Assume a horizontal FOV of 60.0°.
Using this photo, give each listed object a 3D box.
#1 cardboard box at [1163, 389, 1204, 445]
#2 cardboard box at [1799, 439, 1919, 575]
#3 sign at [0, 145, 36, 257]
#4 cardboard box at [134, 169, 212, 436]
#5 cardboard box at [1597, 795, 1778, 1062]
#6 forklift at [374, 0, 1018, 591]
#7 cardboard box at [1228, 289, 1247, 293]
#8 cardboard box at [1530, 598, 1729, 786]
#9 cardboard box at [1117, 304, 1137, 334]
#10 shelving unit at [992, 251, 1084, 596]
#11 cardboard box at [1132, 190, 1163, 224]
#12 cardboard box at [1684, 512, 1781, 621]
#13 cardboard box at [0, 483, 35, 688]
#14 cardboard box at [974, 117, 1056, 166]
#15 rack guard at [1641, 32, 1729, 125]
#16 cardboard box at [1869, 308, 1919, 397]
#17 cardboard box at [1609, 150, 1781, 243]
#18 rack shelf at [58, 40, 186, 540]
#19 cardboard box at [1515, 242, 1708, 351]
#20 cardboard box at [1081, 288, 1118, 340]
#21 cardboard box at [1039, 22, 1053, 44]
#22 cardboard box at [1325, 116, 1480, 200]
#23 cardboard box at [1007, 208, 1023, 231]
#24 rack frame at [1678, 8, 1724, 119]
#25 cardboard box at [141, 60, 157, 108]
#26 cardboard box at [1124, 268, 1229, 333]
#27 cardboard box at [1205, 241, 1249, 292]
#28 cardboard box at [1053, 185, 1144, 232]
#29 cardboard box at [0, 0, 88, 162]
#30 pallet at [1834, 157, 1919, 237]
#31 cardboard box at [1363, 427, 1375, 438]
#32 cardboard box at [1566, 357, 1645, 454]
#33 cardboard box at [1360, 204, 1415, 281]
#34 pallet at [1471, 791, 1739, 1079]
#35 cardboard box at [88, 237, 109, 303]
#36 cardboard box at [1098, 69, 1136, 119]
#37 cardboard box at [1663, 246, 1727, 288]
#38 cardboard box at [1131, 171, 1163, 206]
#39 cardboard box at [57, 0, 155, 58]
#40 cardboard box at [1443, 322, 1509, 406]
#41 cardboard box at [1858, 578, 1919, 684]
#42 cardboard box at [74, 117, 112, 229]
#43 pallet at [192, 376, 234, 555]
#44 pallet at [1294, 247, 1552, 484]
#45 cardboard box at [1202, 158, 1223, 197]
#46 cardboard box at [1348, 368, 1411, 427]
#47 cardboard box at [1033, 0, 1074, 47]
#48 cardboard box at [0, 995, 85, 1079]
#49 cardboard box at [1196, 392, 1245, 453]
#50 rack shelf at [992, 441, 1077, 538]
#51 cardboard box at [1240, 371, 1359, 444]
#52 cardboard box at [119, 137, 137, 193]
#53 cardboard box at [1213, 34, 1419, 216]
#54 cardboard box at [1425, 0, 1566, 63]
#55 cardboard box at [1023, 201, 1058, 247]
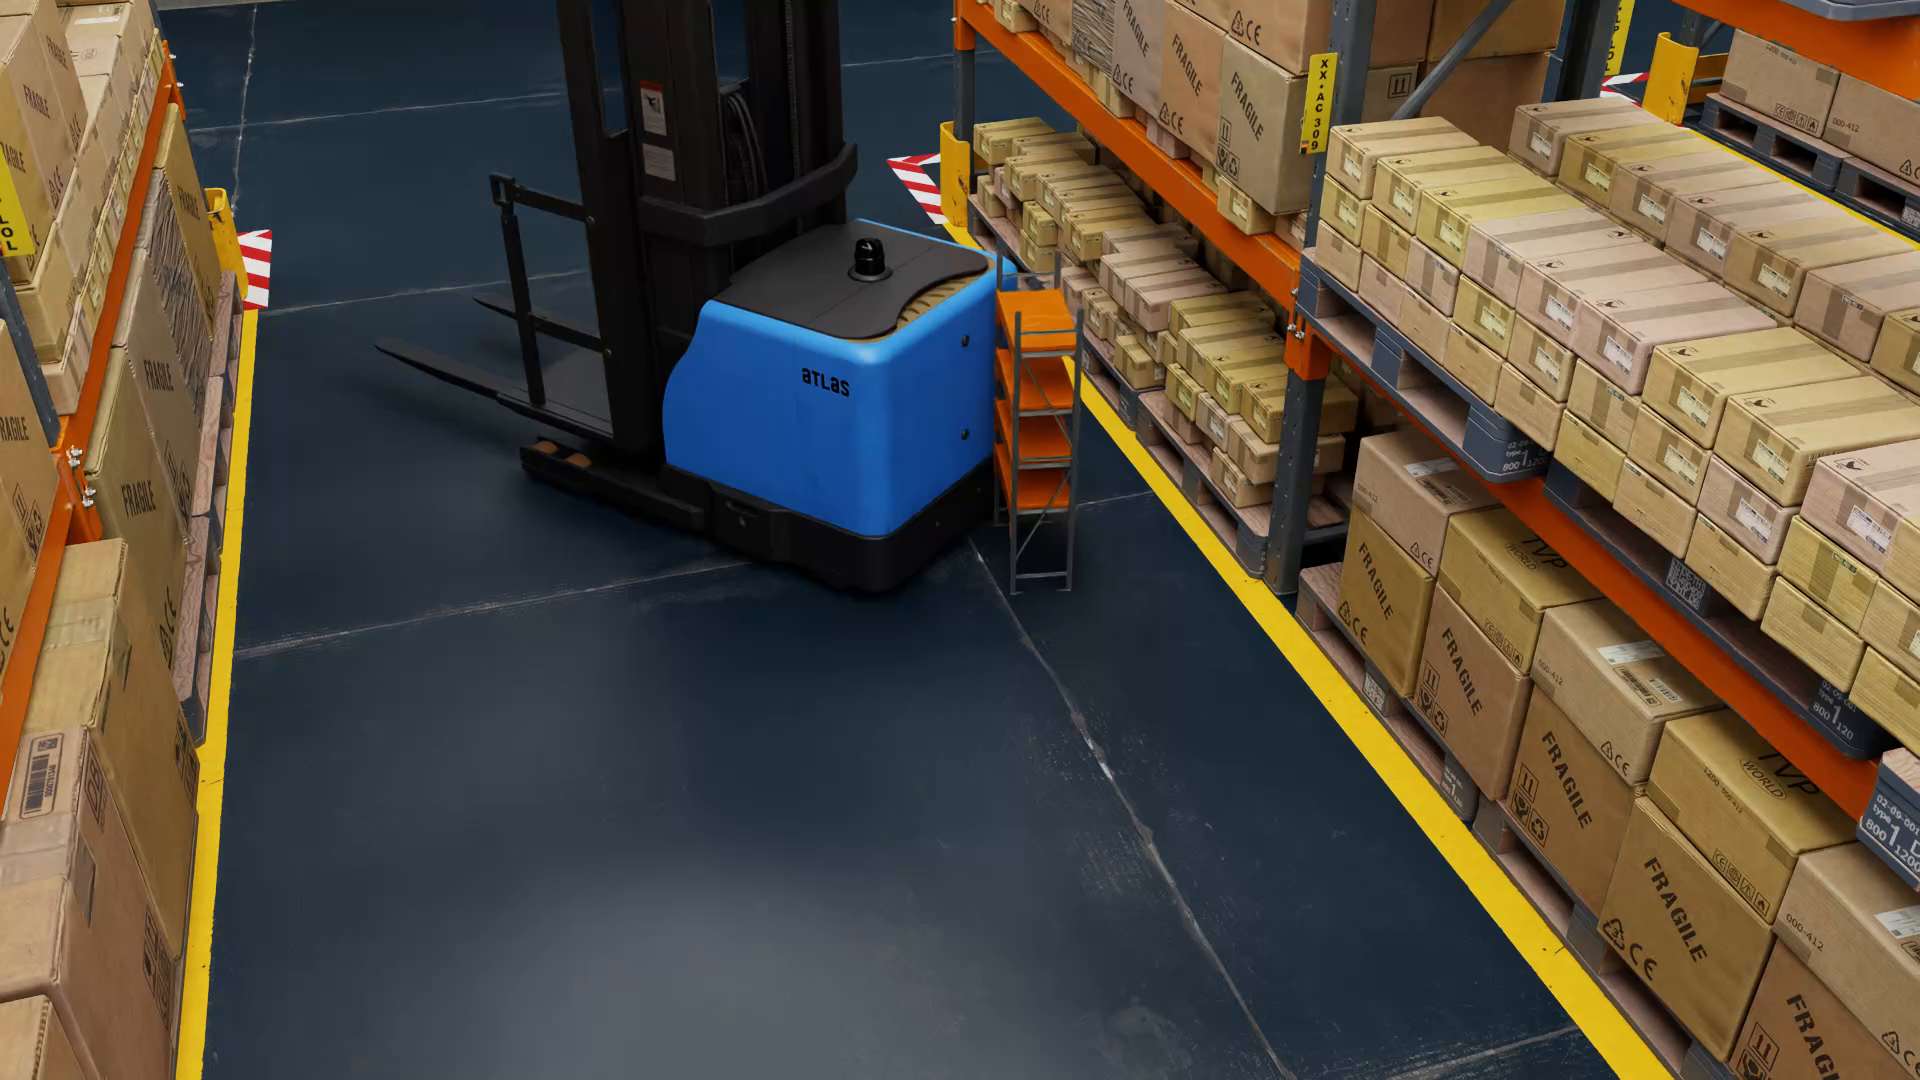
[{"bbox_3d":[1.091,-0.556,7.076,0.380,0.149,0.250,-11,35,-16],"label":"cardboard box"},{"bbox_3d":[2.003,-0.079,3.456,0.380,0.149,0.250,-10,35,-15],"label":"cardboard box"},{"bbox_3d":[-2.564,-0.909,4.426,0.100,0.325,0.005,-10,35,-15],"label":"sign"},{"bbox_3d":[-3.749,-0.951,7.015,0.875,0.875,0.875,-10,35,-15],"label":"cardboard box"},{"bbox_3d":[2.115,0.975,4.441,0.500,0.500,0.500,-12,35,-17],"label":"cardboard box"},{"bbox_3d":[-1.273,-1.643,6.578,3.031,2.935,1.130,20,38,27],"label":"forklift"},{"bbox_3d":[1.442,-1.171,7.736,0.380,0.149,0.250,-10,35,-15],"label":"cardboard box"},{"bbox_3d":[1.966,0.391,4.643,0.500,0.250,0.500,-9,34,-13],"label":"cardboard box"},{"bbox_3d":[0.943,-1.066,7.577,0.380,0.149,0.250,-12,35,-17],"label":"cardboard box"},{"bbox_3d":[0.284,-0.431,6.313,0.258,1.200,0.503,-4,34,-5],"label":"shelving unit"},{"bbox_3d":[1.033,-1.693,8.527,0.380,0.149,0.250,-10,35,-15],"label":"cardboard box"},{"bbox_3d":[1.922,0.030,3.830,0.380,0.149,0.250,-9,35,-13],"label":"cardboard box"},{"bbox_3d":[-2.531,0.056,3.853,0.500,0.500,0.500,-9,34,-13],"label":"cardboard box"},{"bbox_3d":[0.293,-2.145,8.941,0.380,0.149,0.250,-12,35,-17],"label":"cardboard box"},{"bbox_3d":[5.132,-3.099,10.986,1.175,0.500,0.348,-10,35,-15],"label":"rack guard"},{"bbox_3d":[2.465,-0.459,4.030,0.380,0.149,0.250,-10,35,-15],"label":"cardboard box"},{"bbox_3d":[2.145,-1.007,4.861,0.380,0.149,0.250,-11,35,-16],"label":"cardboard box"},{"bbox_3d":[-3.688,-1.112,6.365,1.077,0.370,4.000,-10,35,-15],"label":"rack shelf"},{"bbox_3d":[1.678,-0.632,4.293,0.380,0.149,0.250,-10,35,-15],"label":"cardboard box"},{"bbox_3d":[0.796,-1.091,7.885,0.380,0.149,0.250,-10,35,-15],"label":"cardboard box"},{"bbox_3d":[0.601,-2.524,8.076,0.380,0.149,0.250,-8,34,-13],"label":"cardboard box"},{"bbox_3d":[1.359,-1.178,5.119,0.380,0.149,0.250,-8,34,-12],"label":"cardboard box"},{"bbox_3d":[0.469,-1.777,8.923,0.380,0.149,0.250,-10,35,-15],"label":"cardboard box"},{"bbox_3d":[5.140,-4.129,10.278,1.000,3.000,0.127,-10,35,-15],"label":"rack frame"},{"bbox_3d":[-3.719,-1.957,7.219,0.380,0.149,0.250,-10,35,-15],"label":"cardboard box"},{"bbox_3d":[0.946,-1.053,7.289,0.380,0.149,0.250,-12,35,-17],"label":"cardboard box"},{"bbox_3d":[1.354,-1.282,7.634,0.380,0.149,0.250,-11,35,-17],"label":"cardboard box"},{"bbox_3d":[0.676,-1.604,8.121,0.380,0.149,0.250,-9,34,-13],"label":"cardboard box"},{"bbox_3d":[-3.287,-1.564,5.581,0.500,0.500,0.500,-11,35,-16],"label":"cardboard box"},{"bbox_3d":[5.827,-1.920,9.464,1.003,0.211,1.213,-10,35,-15],"label":"pallet"},{"bbox_3d":[1.871,-0.374,6.801,0.380,0.149,0.250,-12,35,-17],"label":"cardboard box"},{"bbox_3d":[1.764,-0.366,4.160,0.380,0.149,0.250,-11,35,-16],"label":"cardboard box"},{"bbox_3d":[1.440,-0.918,4.996,0.380,0.149,0.250,-11,35,-16],"label":"cardboard box"},{"bbox_3d":[2.291,1.070,4.939,1.003,0.211,1.213,-10,35,-15],"label":"pallet"},{"bbox_3d":[-3.094,-0.883,5.593,0.380,0.149,0.250,-11,35,-16],"label":"cardboard box"},{"bbox_3d":[0.821,-1.958,7.220,0.380,0.149,0.250,-9,35,-14],"label":"cardboard box"},{"bbox_3d":[2.228,-0.751,4.742,0.380,0.149,0.250,-11,35,-16],"label":"cardboard box"},{"bbox_3d":[1.100,-1.839,8.478,0.380,0.149,0.250,-11,35,-17],"label":"cardboard box"},{"bbox_3d":[-3.898,-2.314,7.398,0.500,0.250,0.500,-11,35,-15],"label":"cardboard box"},{"bbox_3d":[1.597,-0.521,4.665,0.380,0.149,0.250,-10,35,-14],"label":"cardboard box"},{"bbox_3d":[2.071,0.170,3.349,0.380,0.149,0.250,-10,35,-15],"label":"cardboard box"},{"bbox_3d":[-3.282,-1.248,5.784,0.500,0.250,0.500,-9,35,-14],"label":"cardboard box"},{"bbox_3d":[-3.611,-0.253,6.942,1.003,0.211,1.213,-10,35,-15],"label":"pallet"},{"bbox_3d":[1.771,-0.638,5.168,1.003,0.211,1.213,-10,35,-15],"label":"pallet"},{"bbox_3d":[1.159,-1.417,6.401,0.380,0.149,0.250,-9,34,-13],"label":"cardboard box"},{"bbox_3d":[1.769,-0.593,6.592,0.380,0.149,0.250,-9,34,-13],"label":"cardboard box"},{"bbox_3d":[0.655,-2.591,7.590,0.500,0.500,0.500,-10,35,-14],"label":"cardboard box"},{"bbox_3d":[-2.313,1.614,3.133,1.225,0.875,0.875,-10,35,-15],"label":"cardboard box"},{"bbox_3d":[1.183,-0.505,6.729,0.380,0.149,0.250,-12,35,-17],"label":"cardboard box"},{"bbox_3d":[0.284,-0.209,6.460,0.258,0.148,0.480,-4,34,-5],"label":"rack shelf"},{"bbox_3d":[1.320,-0.520,6.482,0.380,0.149,0.250,-9,35,-13],"label":"cardboard box"},{"bbox_3d":[-3.410,-1.424,6.411,0.380,0.149,0.250,-9,35,-14],"label":"cardboard box"},{"bbox_3d":[1.260,-1.516,5.962,0.500,0.500,0.500,-10,35,-15],"label":"cardboard box"},{"bbox_3d":[1.771,-2.004,5.795,0.500,0.500,0.500,-9,35,-14],"label":"cardboard box"},{"bbox_3d":[0.535,-1.615,8.409,0.380,0.149,0.250,-9,34,-13],"label":"cardboard box"}]
